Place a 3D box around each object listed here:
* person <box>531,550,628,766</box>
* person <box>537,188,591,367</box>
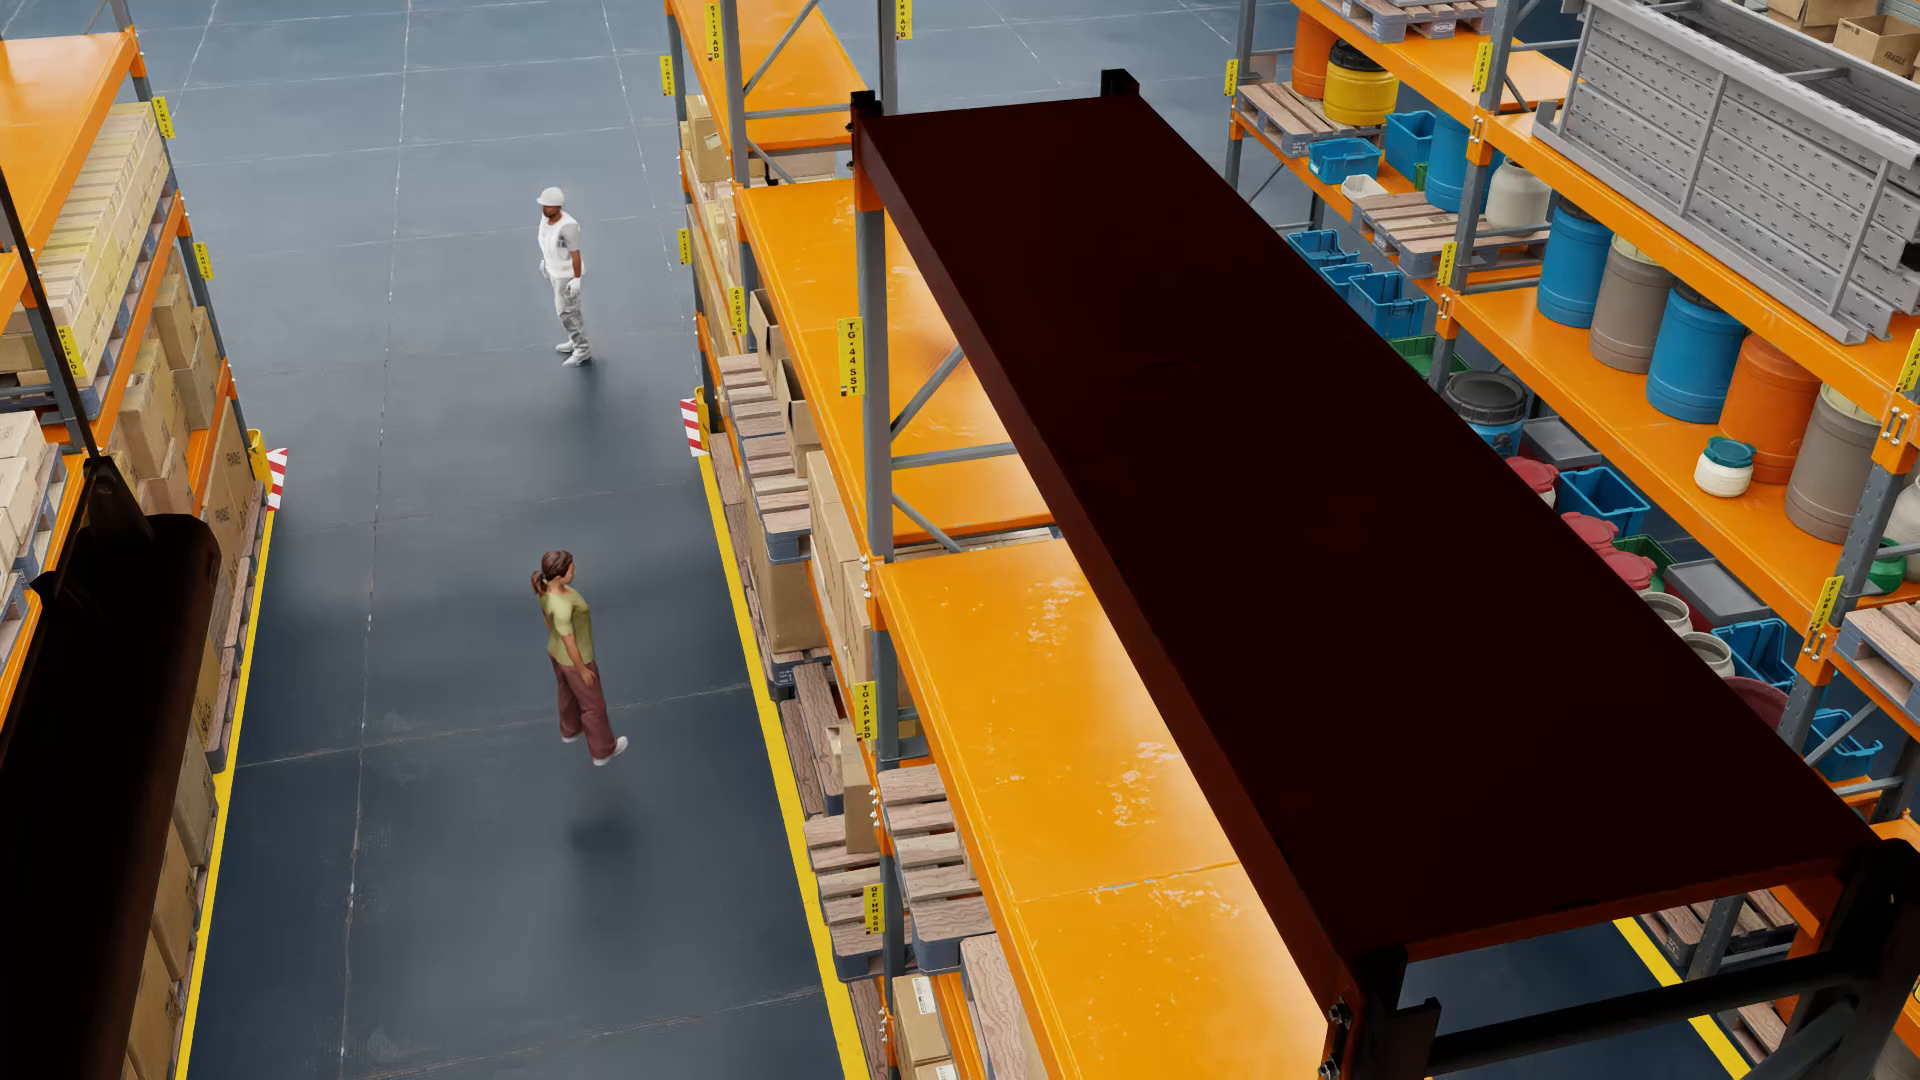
[{"bbox_3d":[-2.533,0.753,11.012,0.444,1.677,0.499,-23,41,-30],"label":"person"},{"bbox_3d":[-3.934,-2.636,16.407,0.399,1.803,0.661,-20,39,-26],"label":"person"}]
